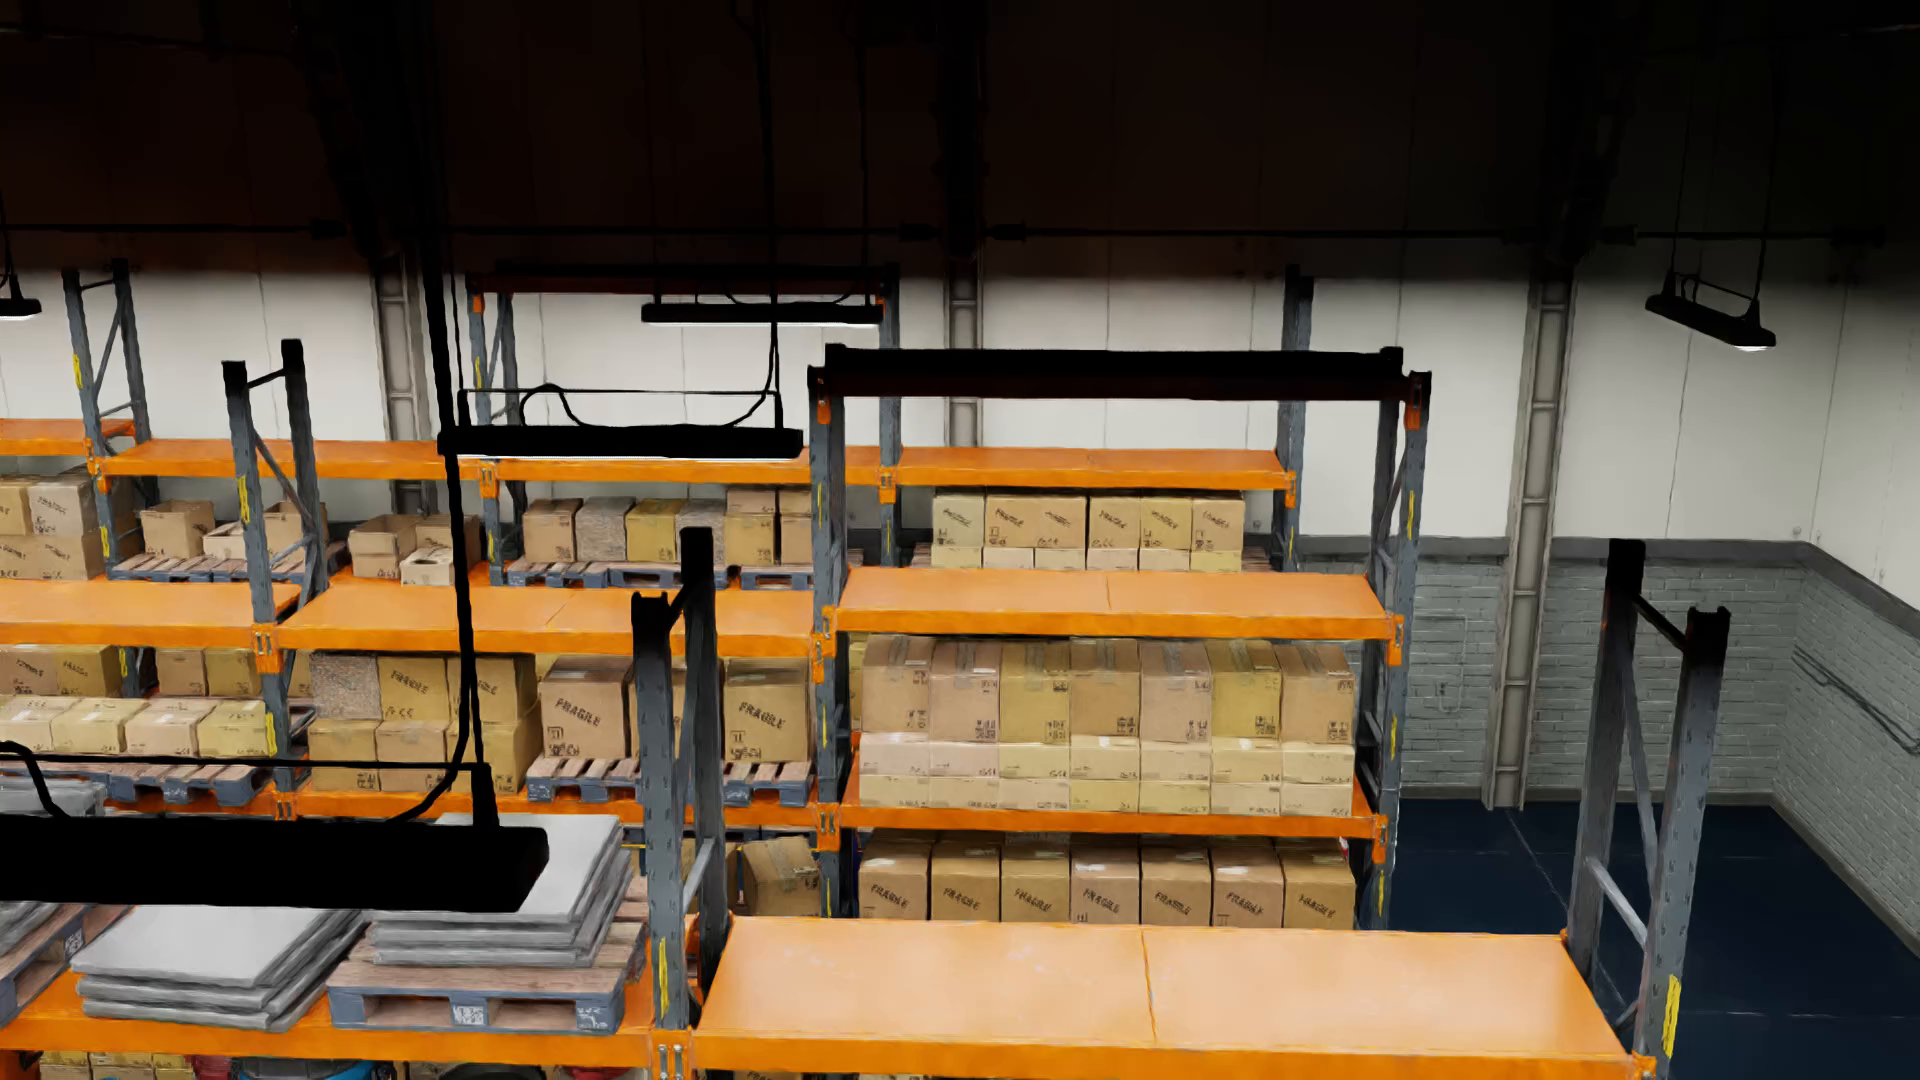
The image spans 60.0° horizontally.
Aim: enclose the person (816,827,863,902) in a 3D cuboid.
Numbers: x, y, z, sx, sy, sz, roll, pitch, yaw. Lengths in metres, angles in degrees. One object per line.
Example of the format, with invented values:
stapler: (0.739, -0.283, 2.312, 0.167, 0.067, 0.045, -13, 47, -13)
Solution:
person: (-1.169, 2.924, 15.681, 0.991, 1.587, 0.493, 0, 16, 2)
